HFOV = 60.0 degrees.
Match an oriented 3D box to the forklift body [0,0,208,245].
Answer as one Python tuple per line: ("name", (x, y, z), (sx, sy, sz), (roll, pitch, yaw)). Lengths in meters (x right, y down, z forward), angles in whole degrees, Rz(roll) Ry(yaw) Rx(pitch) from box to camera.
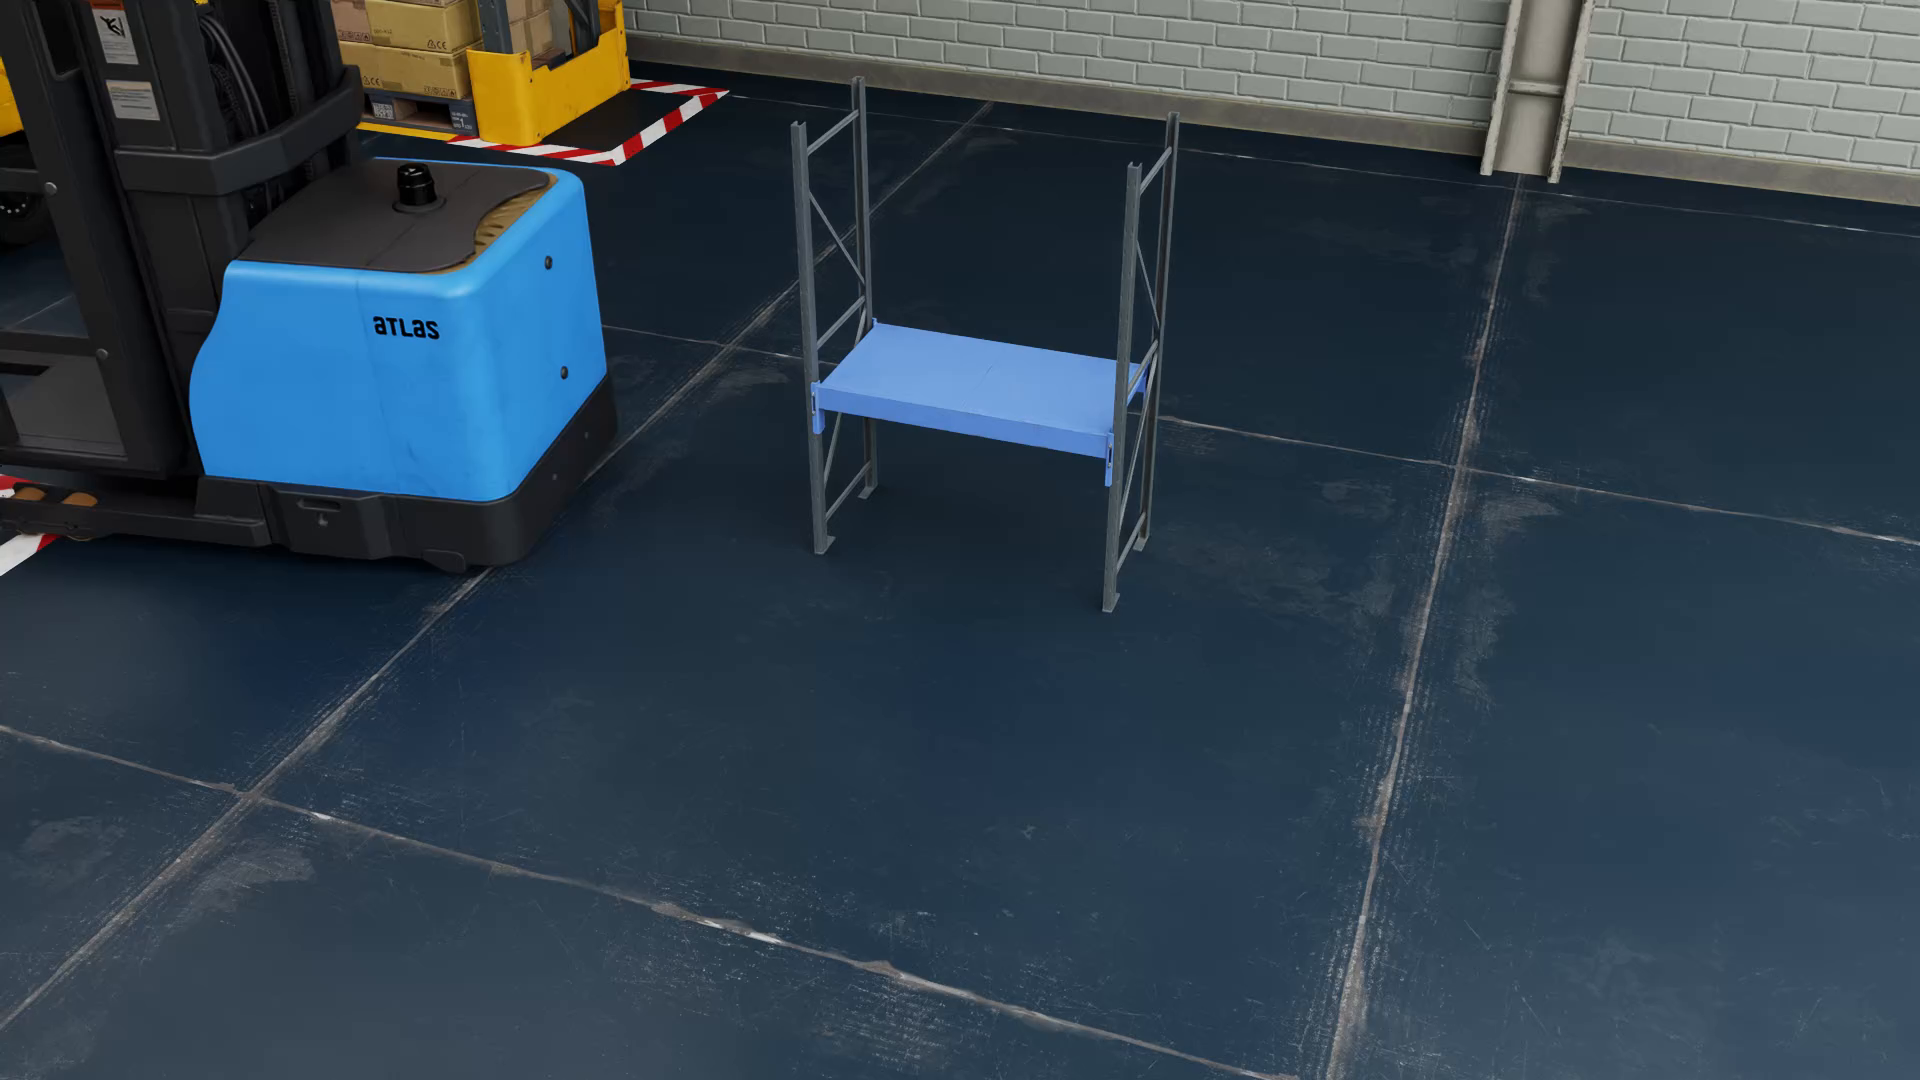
("forklift body", (-4.733, -2.791, 8.089), (1.214, 2.155, 2.313), (11, 34, 16))

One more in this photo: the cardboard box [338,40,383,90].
("cardboard box", (-3.347, -2.774, 9.428), (0.500, 0.250, 0.500), (11, 34, 16))

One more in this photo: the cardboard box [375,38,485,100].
("cardboard box", (-2.882, -2.678, 9.280), (0.500, 0.250, 0.500), (11, 35, 17))

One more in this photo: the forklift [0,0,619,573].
("forklift", (-2.854, -1.501, 5.373), (3.031, 2.935, 1.130), (6, 33, 9))

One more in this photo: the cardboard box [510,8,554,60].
("cardboard box", (-2.729, -2.943, 9.690), (0.500, 0.250, 0.500), (11, 34, 17))

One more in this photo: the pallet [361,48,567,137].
("pallet", (-3.067, -2.679, 9.705), (1.213, 0.211, 1.003), (11, 34, 16))

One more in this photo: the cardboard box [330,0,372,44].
("cardboard box", (-3.365, -2.990, 9.302), (0.500, 0.250, 0.500), (11, 34, 16))

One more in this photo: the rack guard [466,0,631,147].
("rack guard", (-2.310, -2.677, 9.436), (0.348, 0.500, 1.175), (11, 34, 16))

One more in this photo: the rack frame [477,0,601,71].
("rack frame", (-2.333, -3.732, 8.765), (0.127, 3.000, 1.000), (11, 34, 16))

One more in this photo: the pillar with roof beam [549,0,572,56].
("pillar with roof beam", (-4.137, -4.642, 4.643), (0.400, 9.000, 9.100), (11, 34, 16))

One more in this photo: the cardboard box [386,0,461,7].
("cardboard box", (-2.871, -3.098, 9.009), (0.500, 0.250, 0.500), (12, 35, 18))

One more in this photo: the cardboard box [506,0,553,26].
("cardboard box", (-2.705, -3.155, 9.558), (0.500, 0.250, 0.500), (12, 35, 17))

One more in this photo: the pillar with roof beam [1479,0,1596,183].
("pillar with roof beam", (1.512, -3.544, 2.942), (0.400, 9.000, 9.100), (11, 34, 16))

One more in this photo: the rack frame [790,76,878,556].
("rack frame", (-0.398, -0.707, 5.463), (0.032, 1.500, 0.500), (11, 34, 16))

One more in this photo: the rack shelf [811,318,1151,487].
("rack shelf", (0.080, -0.463, 5.417), (1.000, 0.185, 0.538), (11, 34, 16))

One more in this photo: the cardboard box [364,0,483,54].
("cardboard box", (-2.896, -2.893, 9.152), (0.500, 0.250, 0.500), (11, 34, 16))

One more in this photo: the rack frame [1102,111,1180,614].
("rack frame", (0.559, -0.521, 5.175), (0.032, 1.500, 0.500), (11, 34, 16))

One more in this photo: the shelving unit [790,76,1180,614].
("shelving unit", (0.080, -0.614, 5.319), (1.048, 1.500, 0.538), (11, 34, 16))
